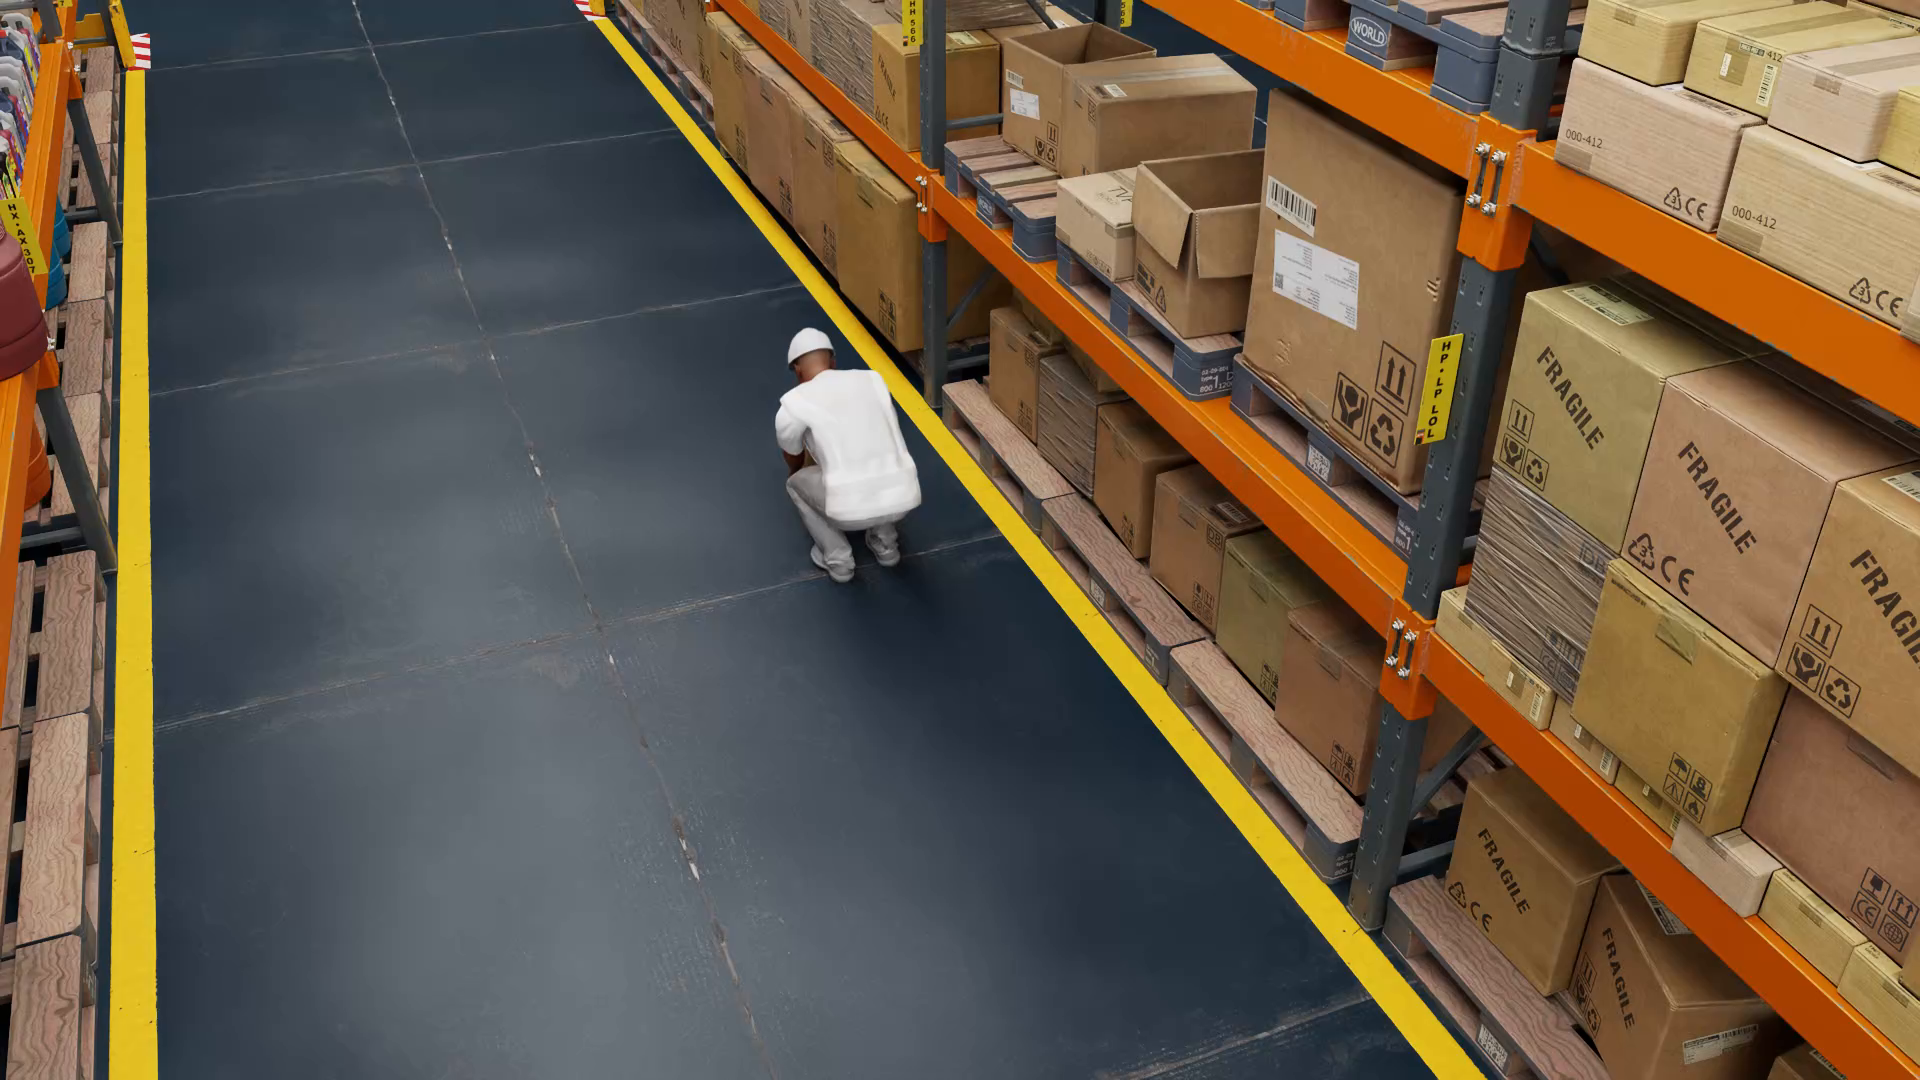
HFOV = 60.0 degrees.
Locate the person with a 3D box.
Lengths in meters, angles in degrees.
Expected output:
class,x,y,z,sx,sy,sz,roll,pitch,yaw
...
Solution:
class,x,y,z,sx,sy,sz,roll,pitch,yaw
person,-0.522,-0.388,7.414,0.578,1.003,0.881,-13,36,-19
